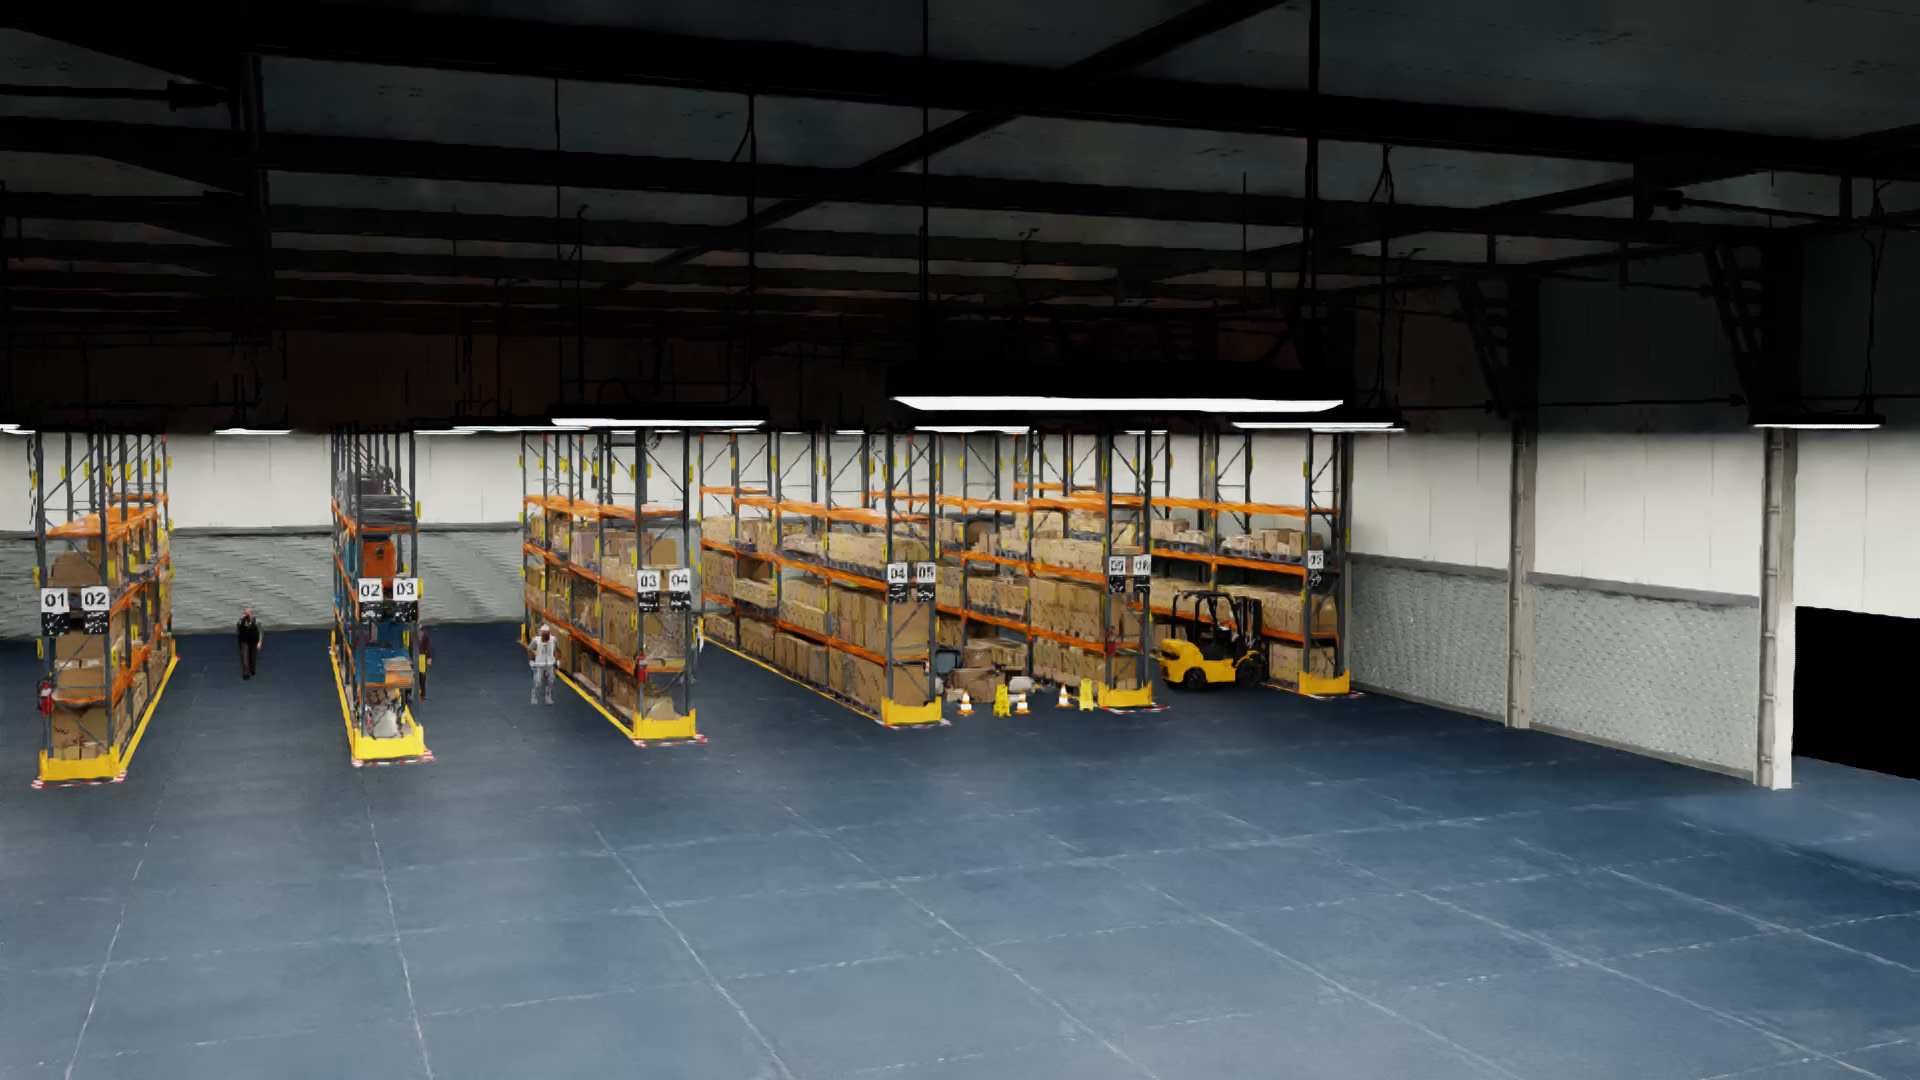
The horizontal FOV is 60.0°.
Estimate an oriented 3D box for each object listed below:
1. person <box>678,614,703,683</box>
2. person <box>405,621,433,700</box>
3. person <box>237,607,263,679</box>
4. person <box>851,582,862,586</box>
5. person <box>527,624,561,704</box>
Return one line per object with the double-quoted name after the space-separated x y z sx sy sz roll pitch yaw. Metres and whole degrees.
-6.257 2.511 38.475 0.639 1.632 0.496 -2 4 -24 "person"
-11.849 2.593 36.158 0.731 1.748 0.767 -2 4 -30 "person"
-16.815 2.427 39.396 0.553 1.673 1.030 -2 4 -23 "person"
-3.116 1.652 51.224 0.586 1.762 0.708 3 5 41 "person"
-8.857 2.649 35.438 0.702 1.735 0.543 -2 4 -24 "person"
